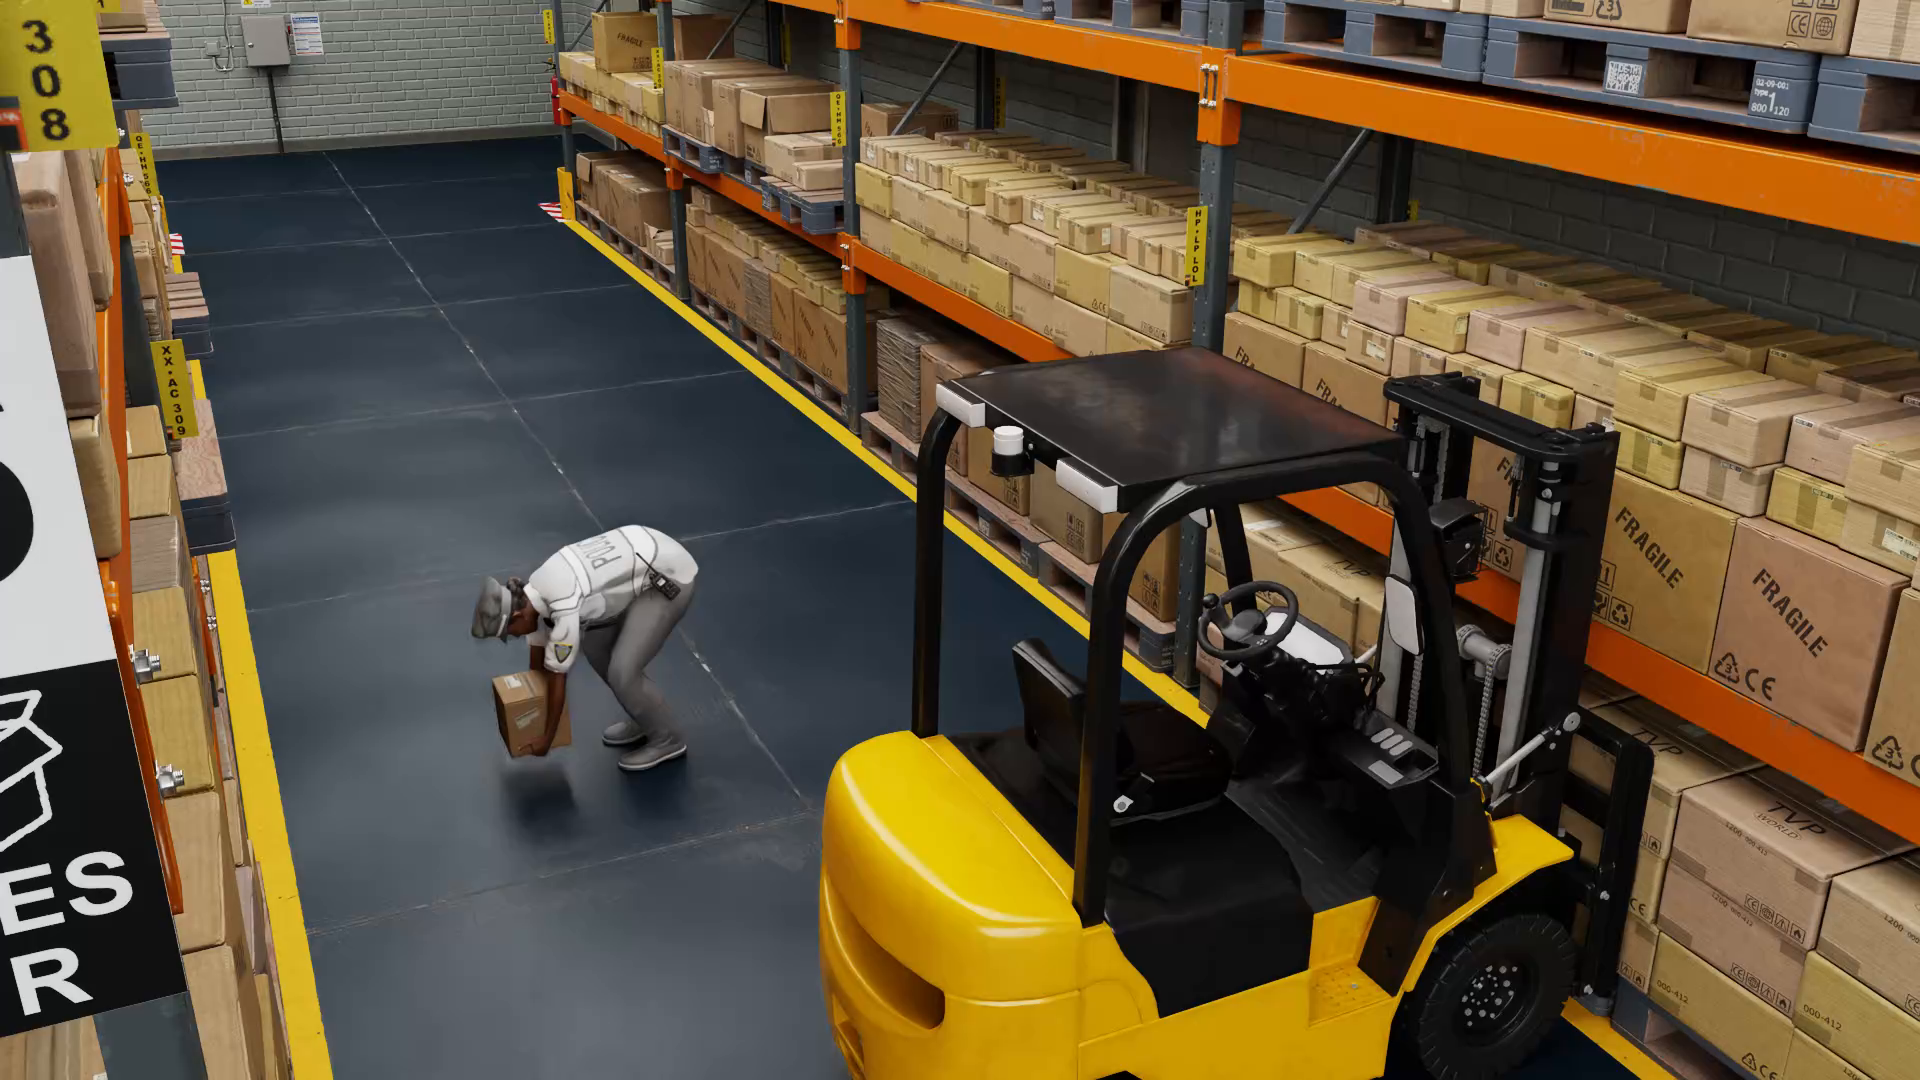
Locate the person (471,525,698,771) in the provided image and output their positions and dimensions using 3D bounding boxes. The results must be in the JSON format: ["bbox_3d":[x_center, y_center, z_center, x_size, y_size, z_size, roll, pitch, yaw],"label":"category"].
[{"bbox_3d":[-1.521,0.470,6.838,0.927,0.987,0.449,-12,25,-26],"label":"person"}]
